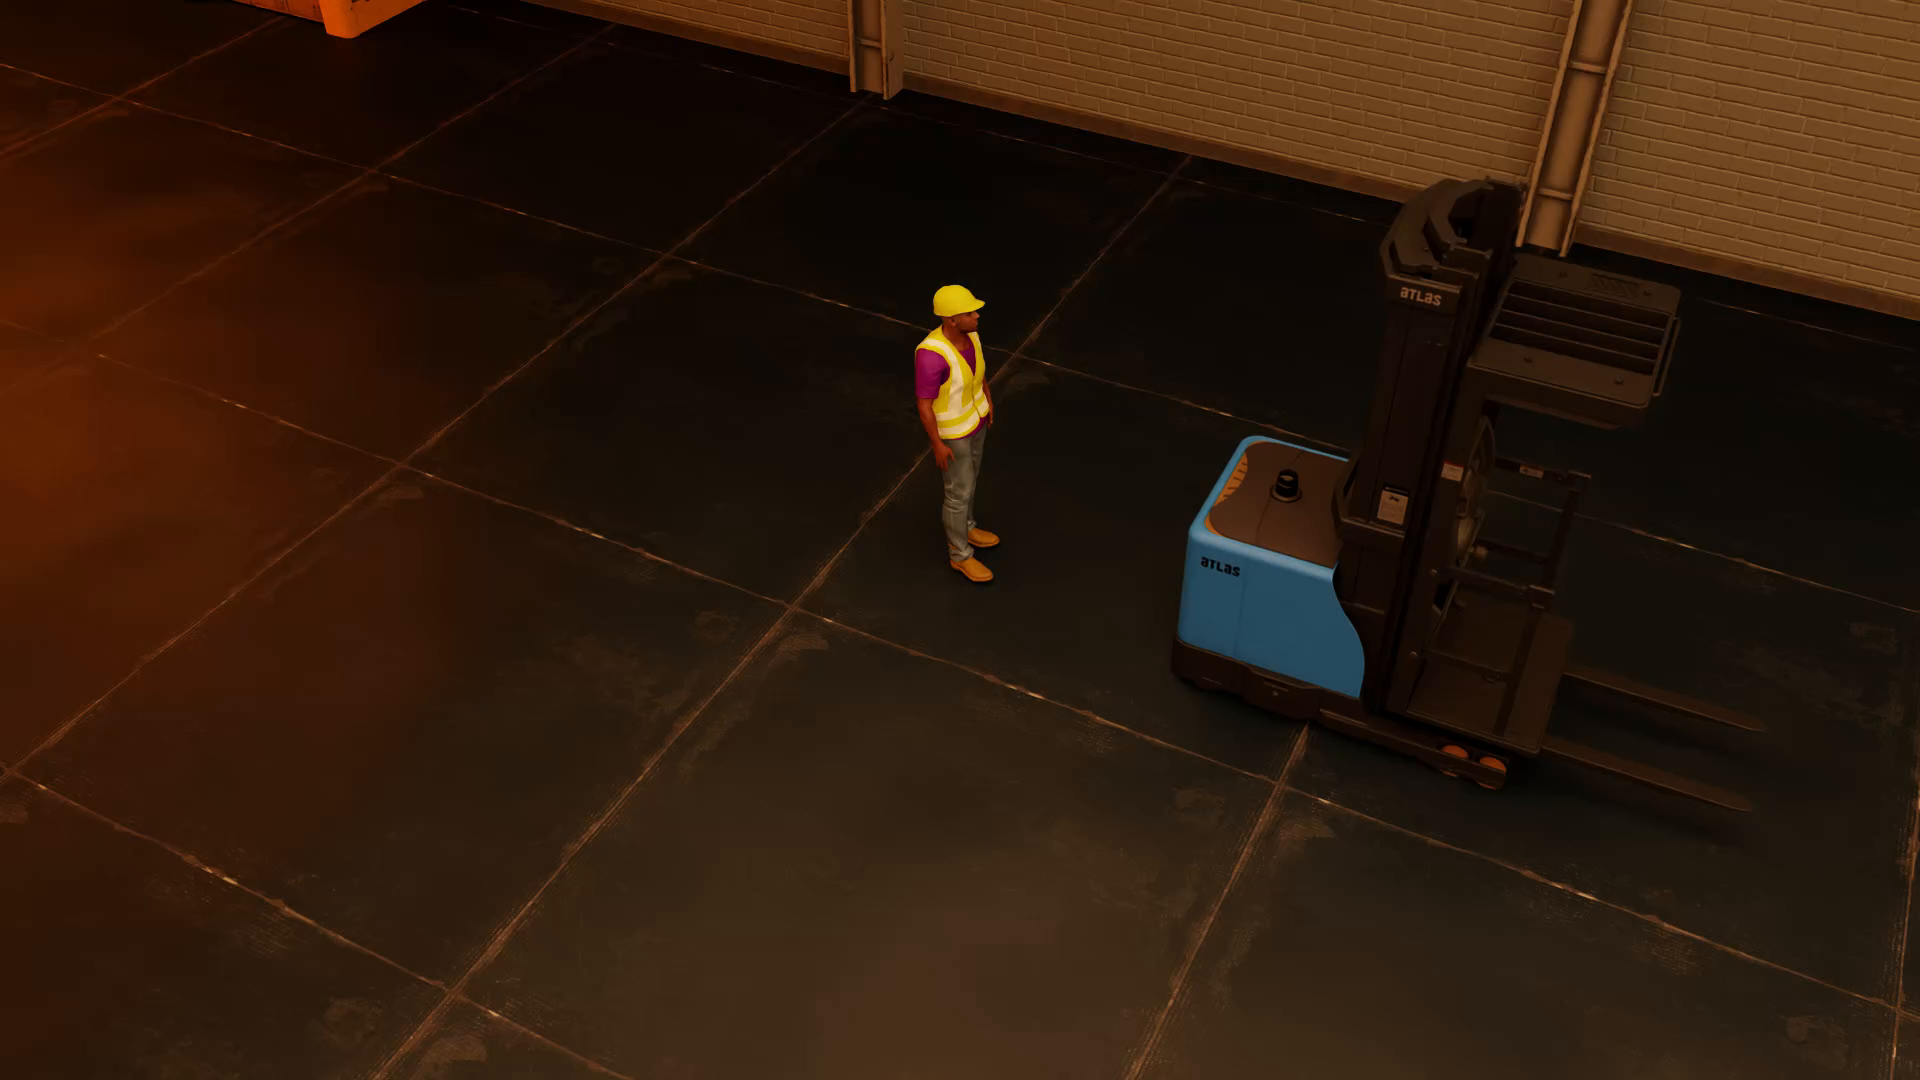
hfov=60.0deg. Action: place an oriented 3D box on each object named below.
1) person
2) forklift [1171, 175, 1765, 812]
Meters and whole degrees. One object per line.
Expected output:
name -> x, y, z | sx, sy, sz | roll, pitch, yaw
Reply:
person -> 0.060, -0.657, 9.660 | 0.575, 1.768, 0.665 | 18, 43, 21
forklift -> 2.737, -0.213, 8.239 | 3.031, 2.935, 1.130 | 17, 43, 20
